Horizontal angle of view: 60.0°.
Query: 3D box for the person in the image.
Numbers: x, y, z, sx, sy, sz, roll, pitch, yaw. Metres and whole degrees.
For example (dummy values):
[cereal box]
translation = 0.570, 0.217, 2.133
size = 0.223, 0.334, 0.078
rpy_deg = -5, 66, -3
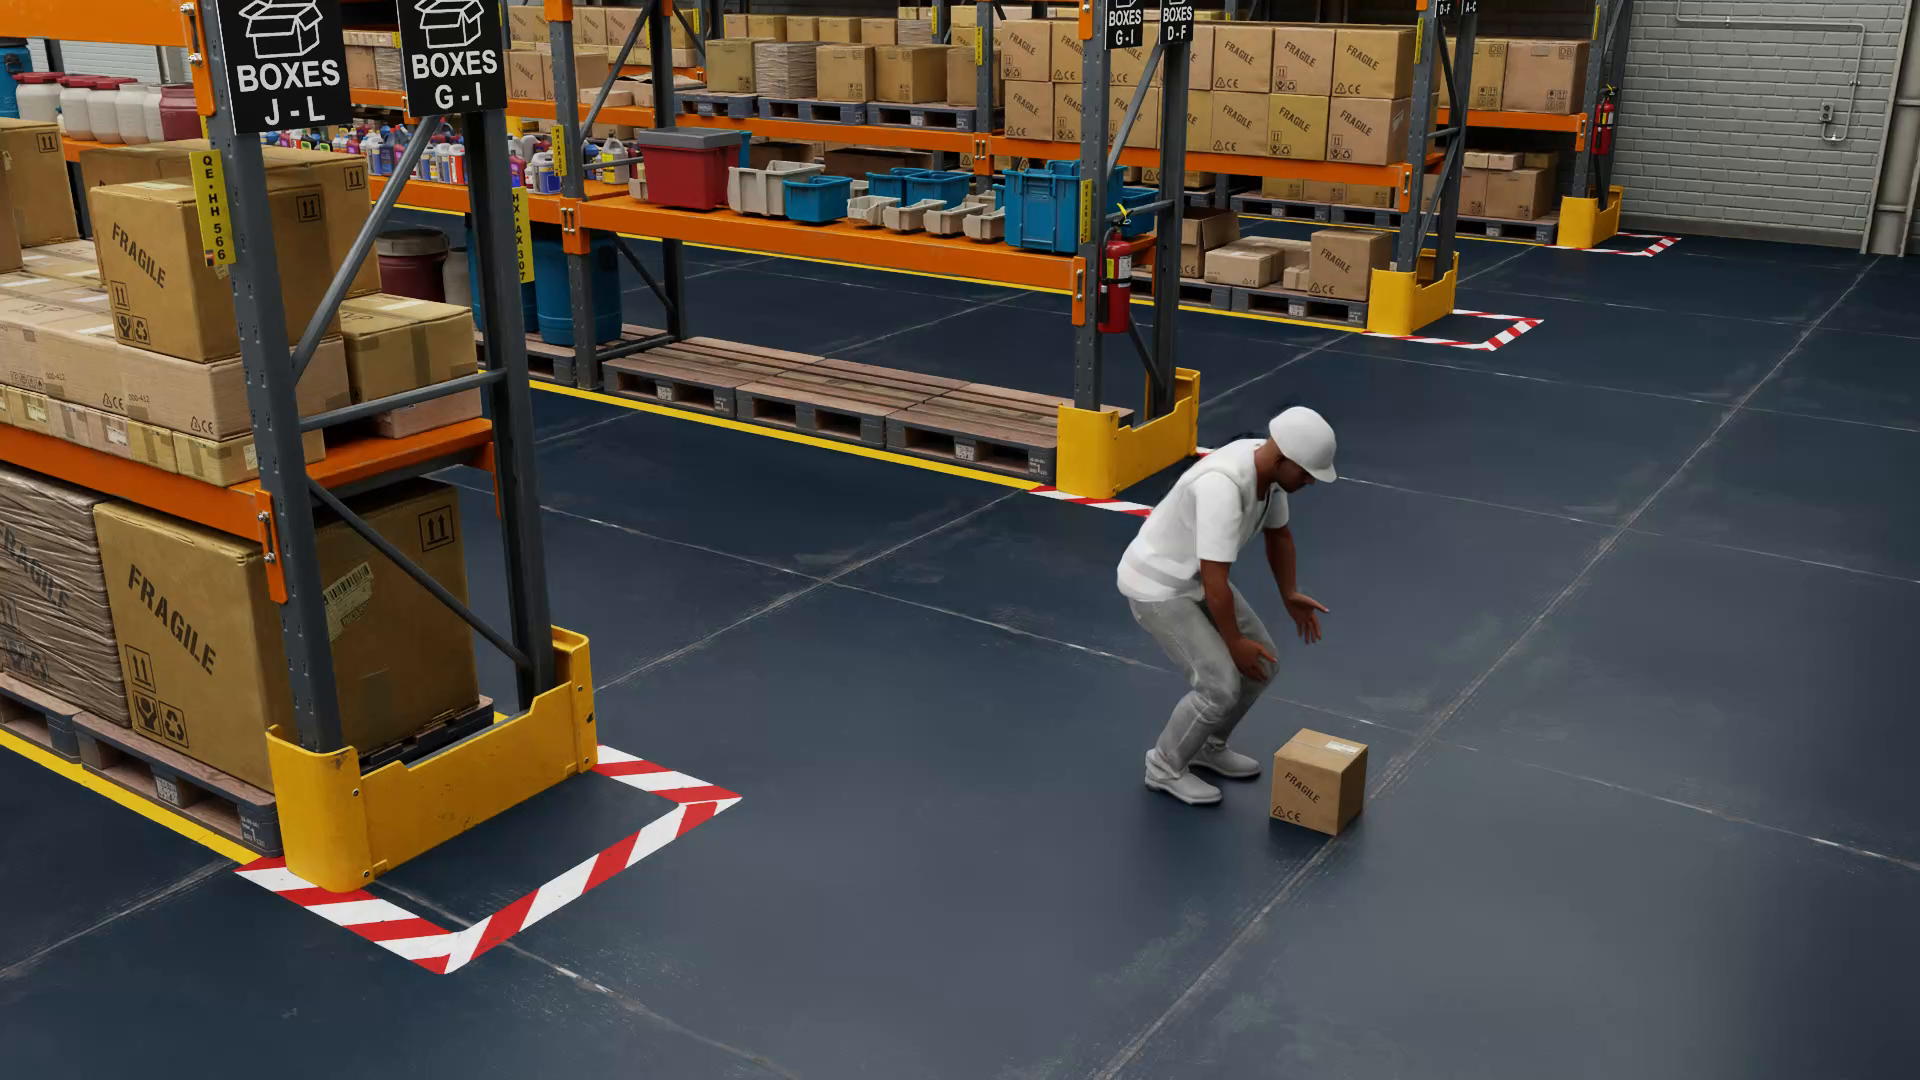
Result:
[person]
translation = 0.948, 0.198, 5.935
size = 0.728, 1.461, 0.630
rpy_deg = 13, 23, 32
